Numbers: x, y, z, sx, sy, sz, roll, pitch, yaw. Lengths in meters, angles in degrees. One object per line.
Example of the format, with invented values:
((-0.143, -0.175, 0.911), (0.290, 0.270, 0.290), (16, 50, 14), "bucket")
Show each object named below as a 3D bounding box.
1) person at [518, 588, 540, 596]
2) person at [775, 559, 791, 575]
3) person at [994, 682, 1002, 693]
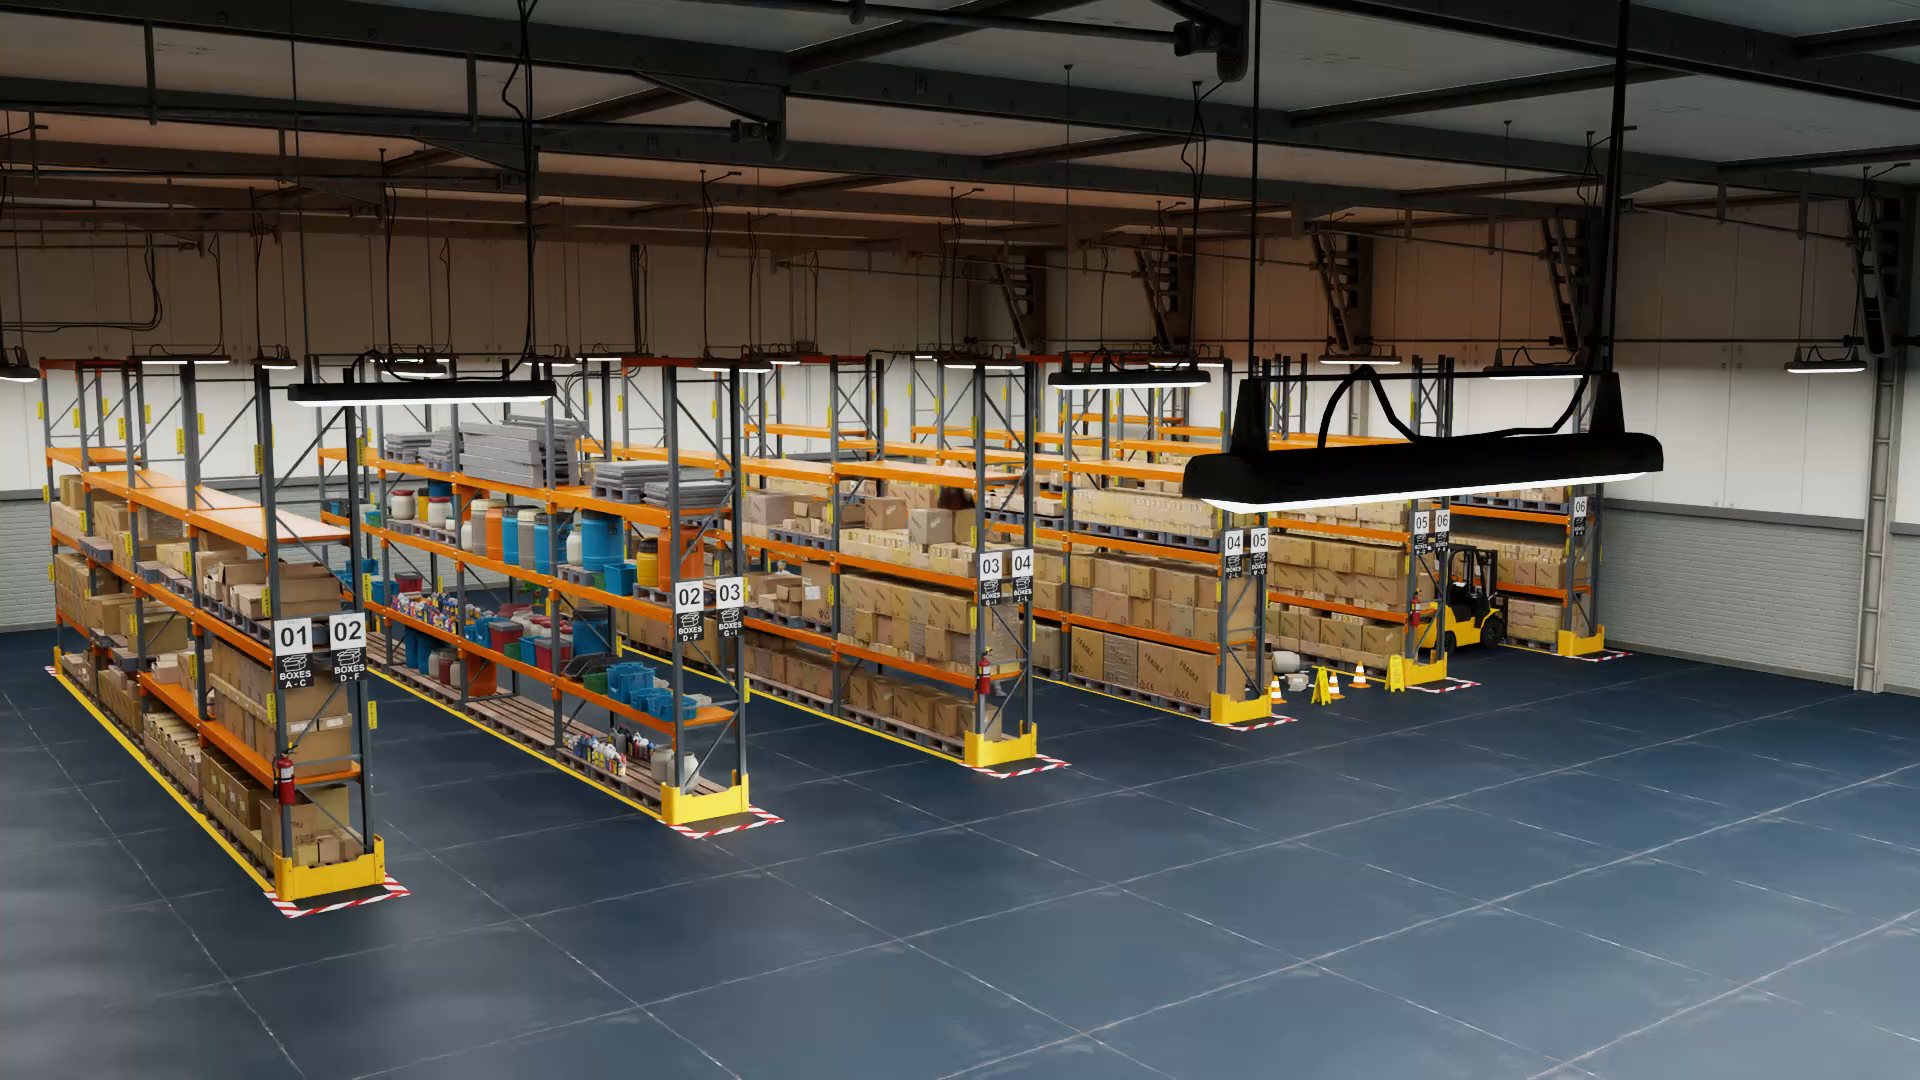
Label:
((-10.202, 0.734, 39.374), (0.438, 1.224, 0.585), (1, 7, 6), "person")
((-3.801, 1.232, 35.490), (0.555, 1.687, 0.356), (5, 8, 34), "person")
((0.543, 1.902, 29.892), (0.387, 1.582, 0.765), (-6, 9, -42), "person")
